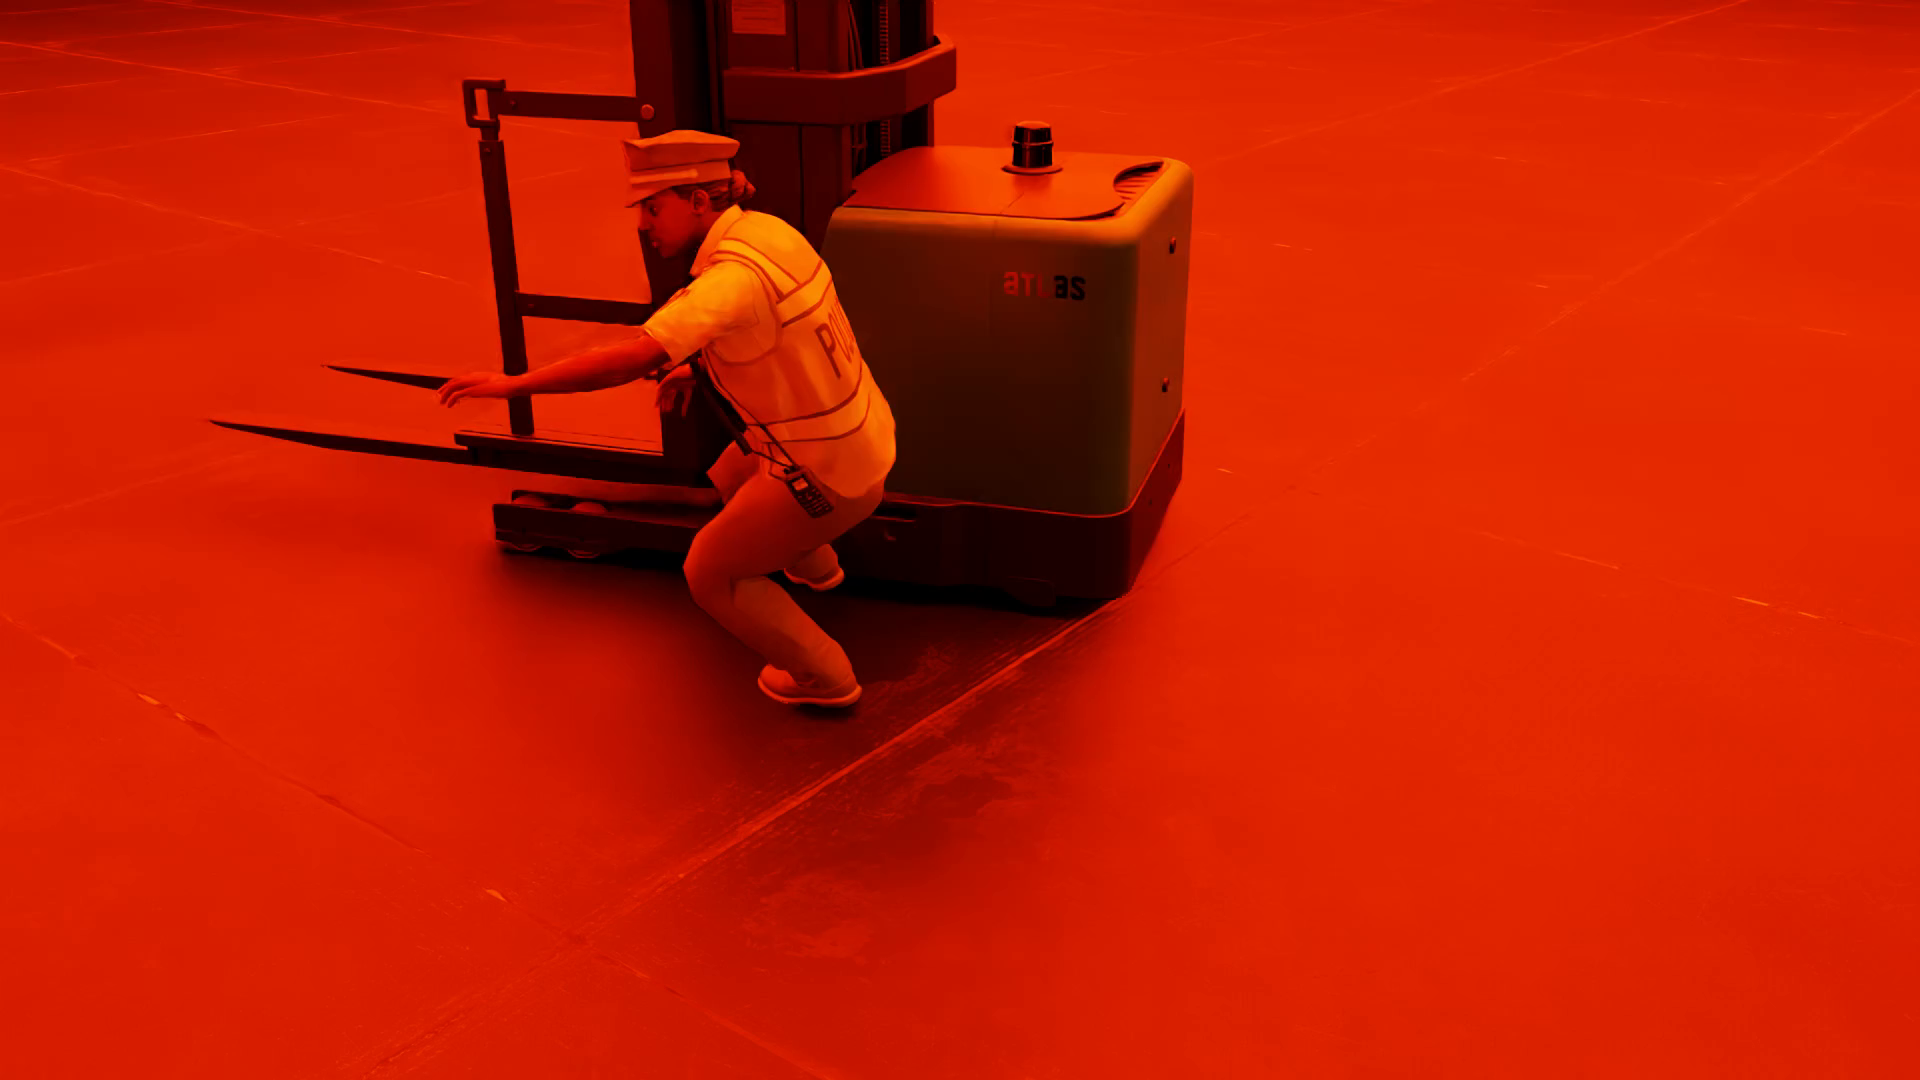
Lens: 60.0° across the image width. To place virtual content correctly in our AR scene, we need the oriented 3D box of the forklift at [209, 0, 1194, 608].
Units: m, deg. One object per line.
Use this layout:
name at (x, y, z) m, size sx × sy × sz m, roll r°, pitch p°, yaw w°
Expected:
forklift at (-0.871, -1.481, 4.745) m, size 3.031 × 2.935 × 1.130 m, roll 7°, pitch 24°, yaw 15°

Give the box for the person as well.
person at (-0.584, -0.261, 3.853) m, size 0.856 × 1.423 × 1.196 m, roll 1°, pitch 23°, yaw 2°
